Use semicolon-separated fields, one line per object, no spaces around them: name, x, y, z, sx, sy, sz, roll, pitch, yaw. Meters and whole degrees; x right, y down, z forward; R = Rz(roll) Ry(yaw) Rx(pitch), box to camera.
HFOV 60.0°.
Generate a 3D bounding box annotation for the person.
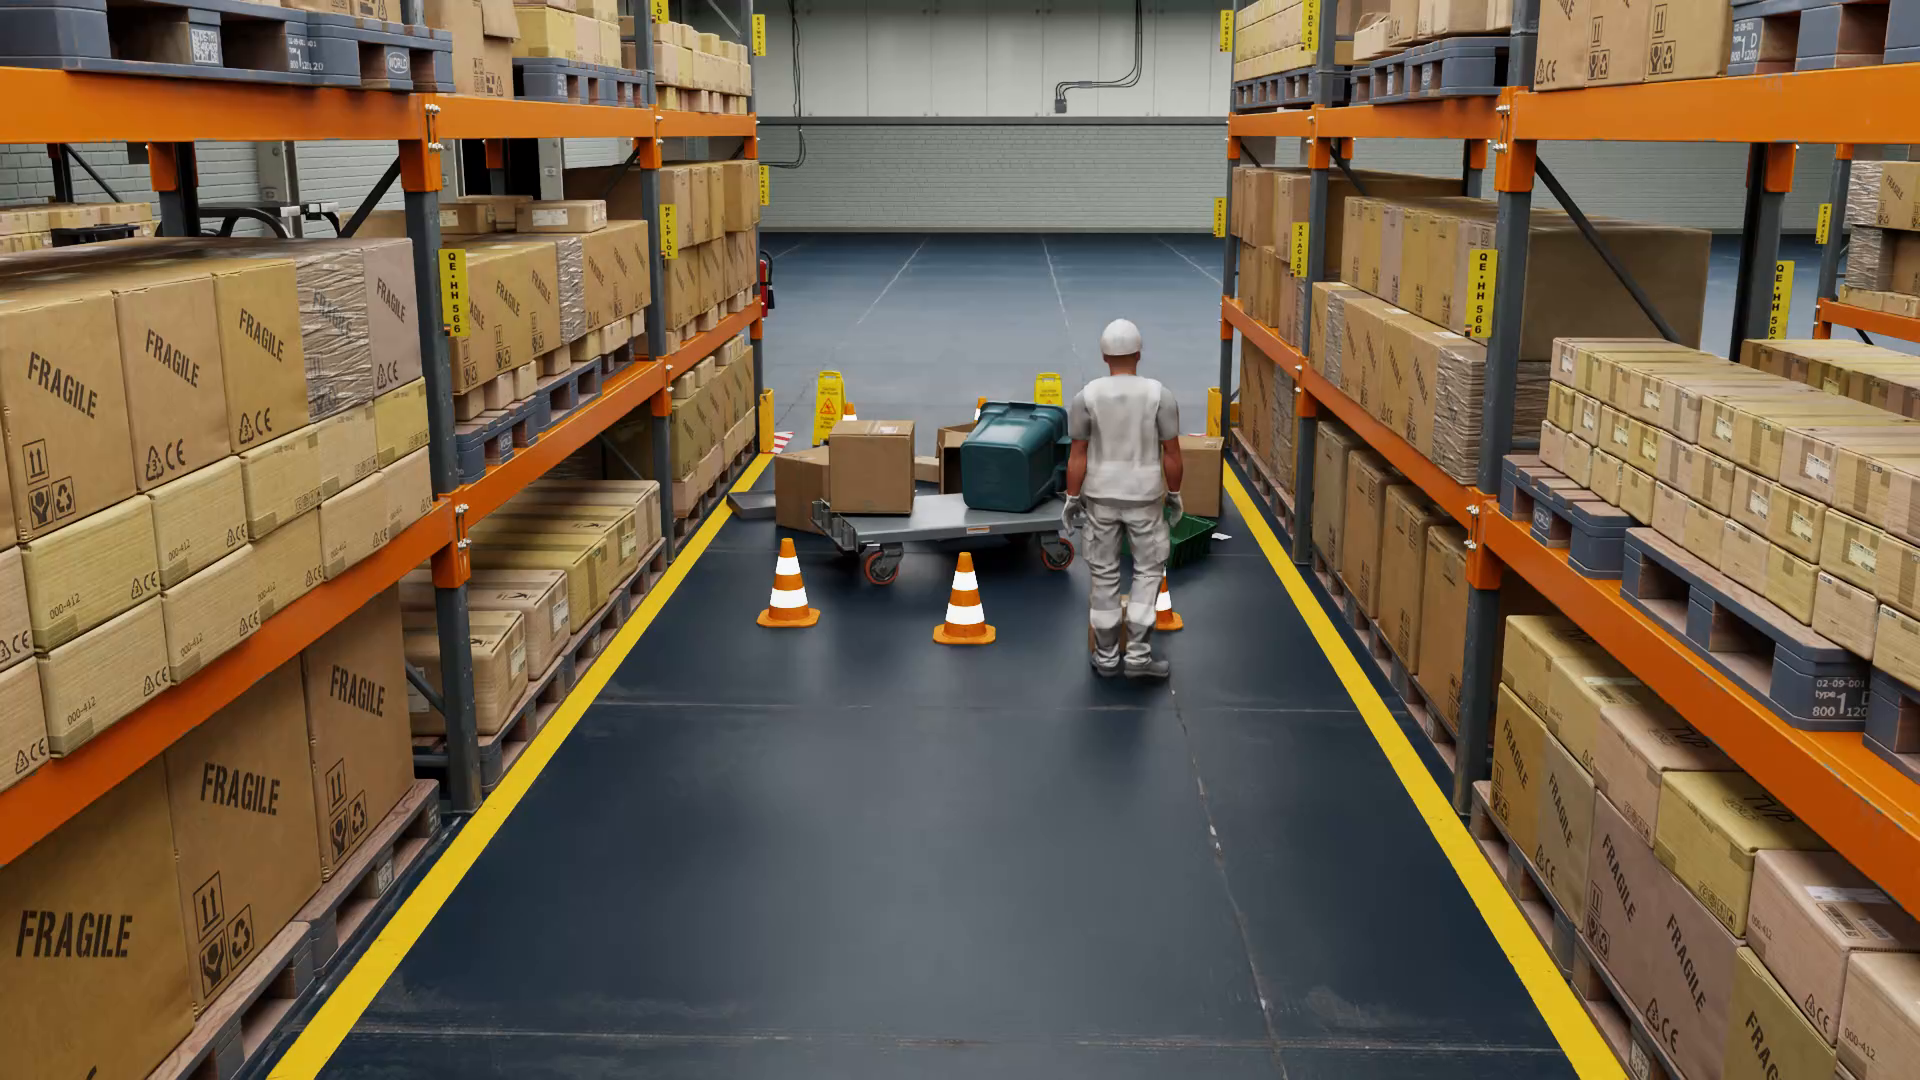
person;0.800;-0.192;8.177;0.590;1.793;0.441;2;14;9
